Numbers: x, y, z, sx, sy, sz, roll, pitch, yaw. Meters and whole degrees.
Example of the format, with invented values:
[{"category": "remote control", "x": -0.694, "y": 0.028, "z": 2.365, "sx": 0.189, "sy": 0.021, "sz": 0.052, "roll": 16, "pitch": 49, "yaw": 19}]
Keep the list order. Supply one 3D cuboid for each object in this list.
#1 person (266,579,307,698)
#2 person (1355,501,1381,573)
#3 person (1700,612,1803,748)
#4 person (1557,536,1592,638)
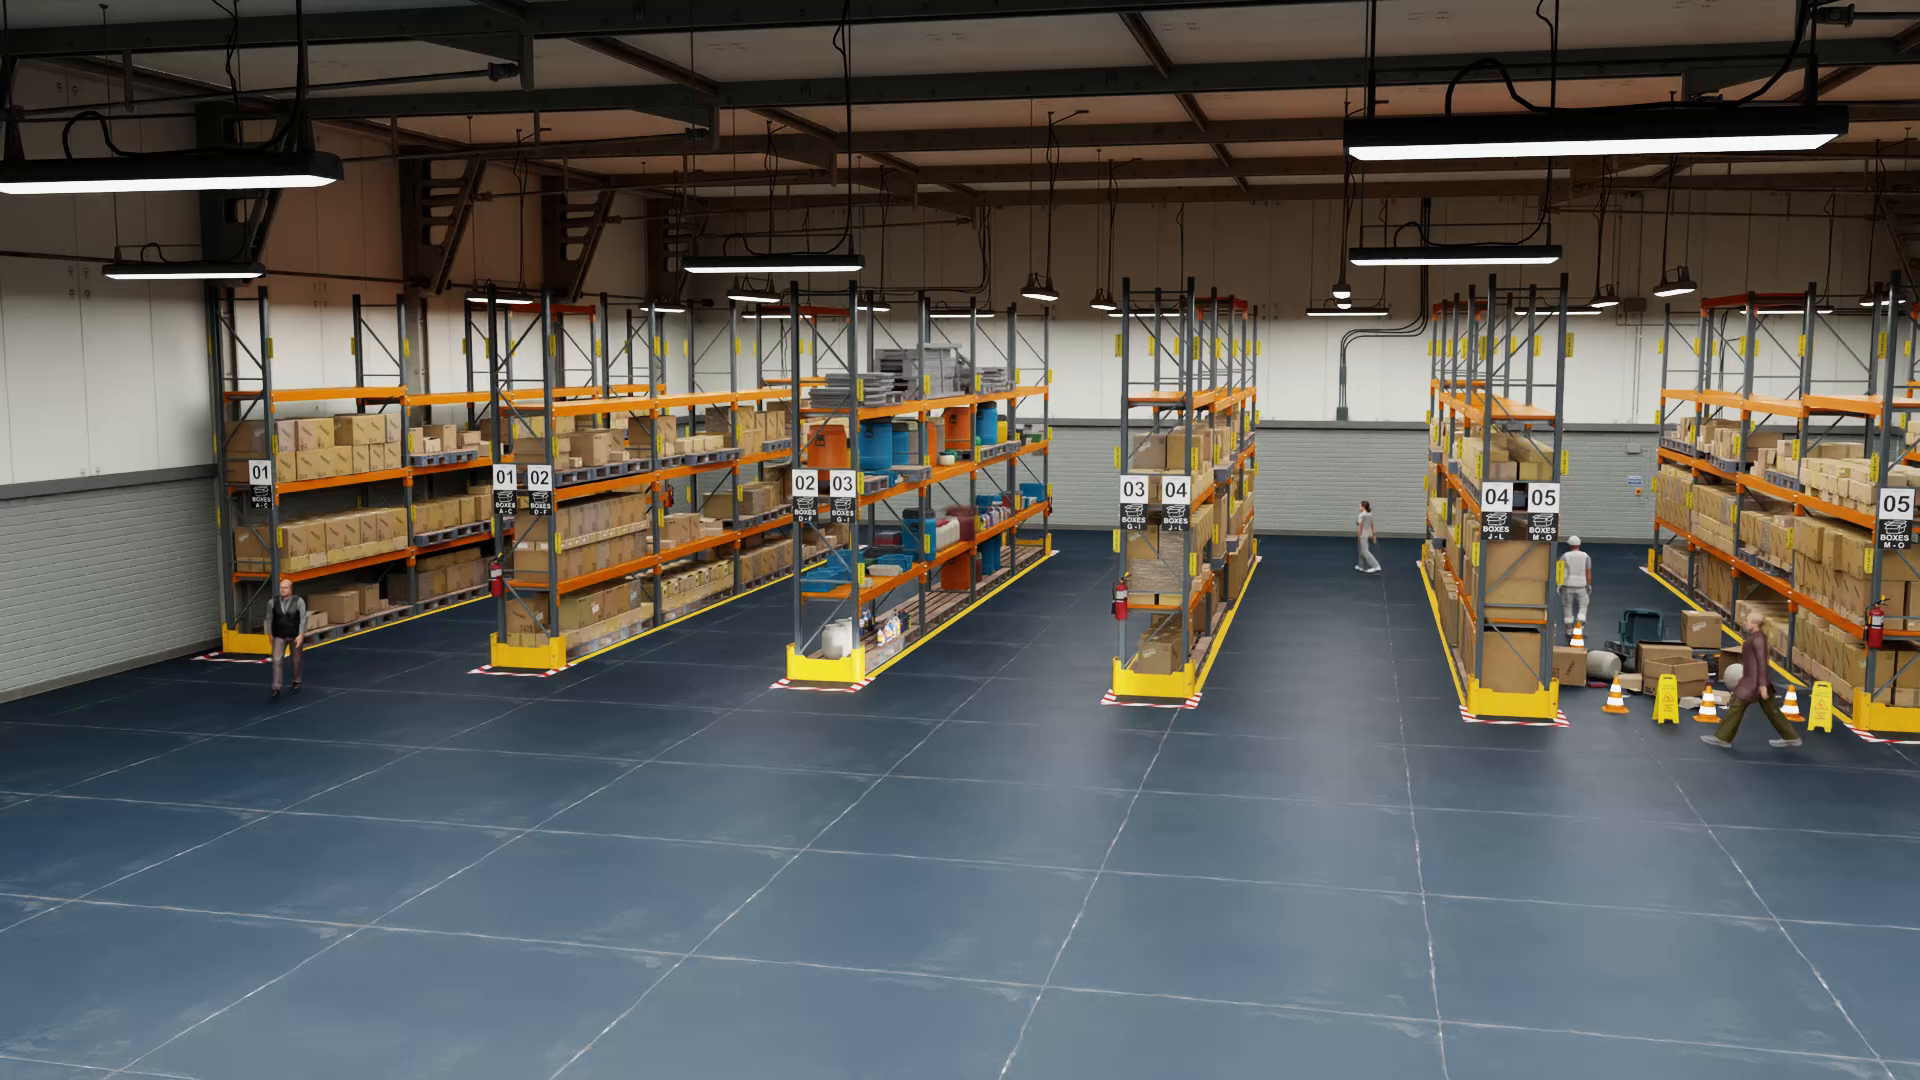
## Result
[{"category": "person", "x": -9.700, "y": 1.398, "z": 23.975, "sx": 0.555, "sy": 1.662, "sz": 1.022, "roll": -2, "pitch": 7, "yaw": -20}, {"category": "person", "x": 9.107, "y": -0.074, "z": 37.133, "sx": 0.493, "sy": 1.599, "sz": 0.928, "roll": -4, "pitch": 8, "yaw": -32}, {"category": "person", "x": 9.922, "y": 1.756, "z": 20.770, "sx": 1.163, "sy": 1.724, "sz": 0.588, "roll": 3, "pitch": 7, "yaw": 25}, {"category": "person", "x": 10.639, "y": 0.820, "z": 28.785, "sx": 0.573, "sy": 1.787, "sz": 0.551, "roll": 1, "pitch": 7, "yaw": 12}]
